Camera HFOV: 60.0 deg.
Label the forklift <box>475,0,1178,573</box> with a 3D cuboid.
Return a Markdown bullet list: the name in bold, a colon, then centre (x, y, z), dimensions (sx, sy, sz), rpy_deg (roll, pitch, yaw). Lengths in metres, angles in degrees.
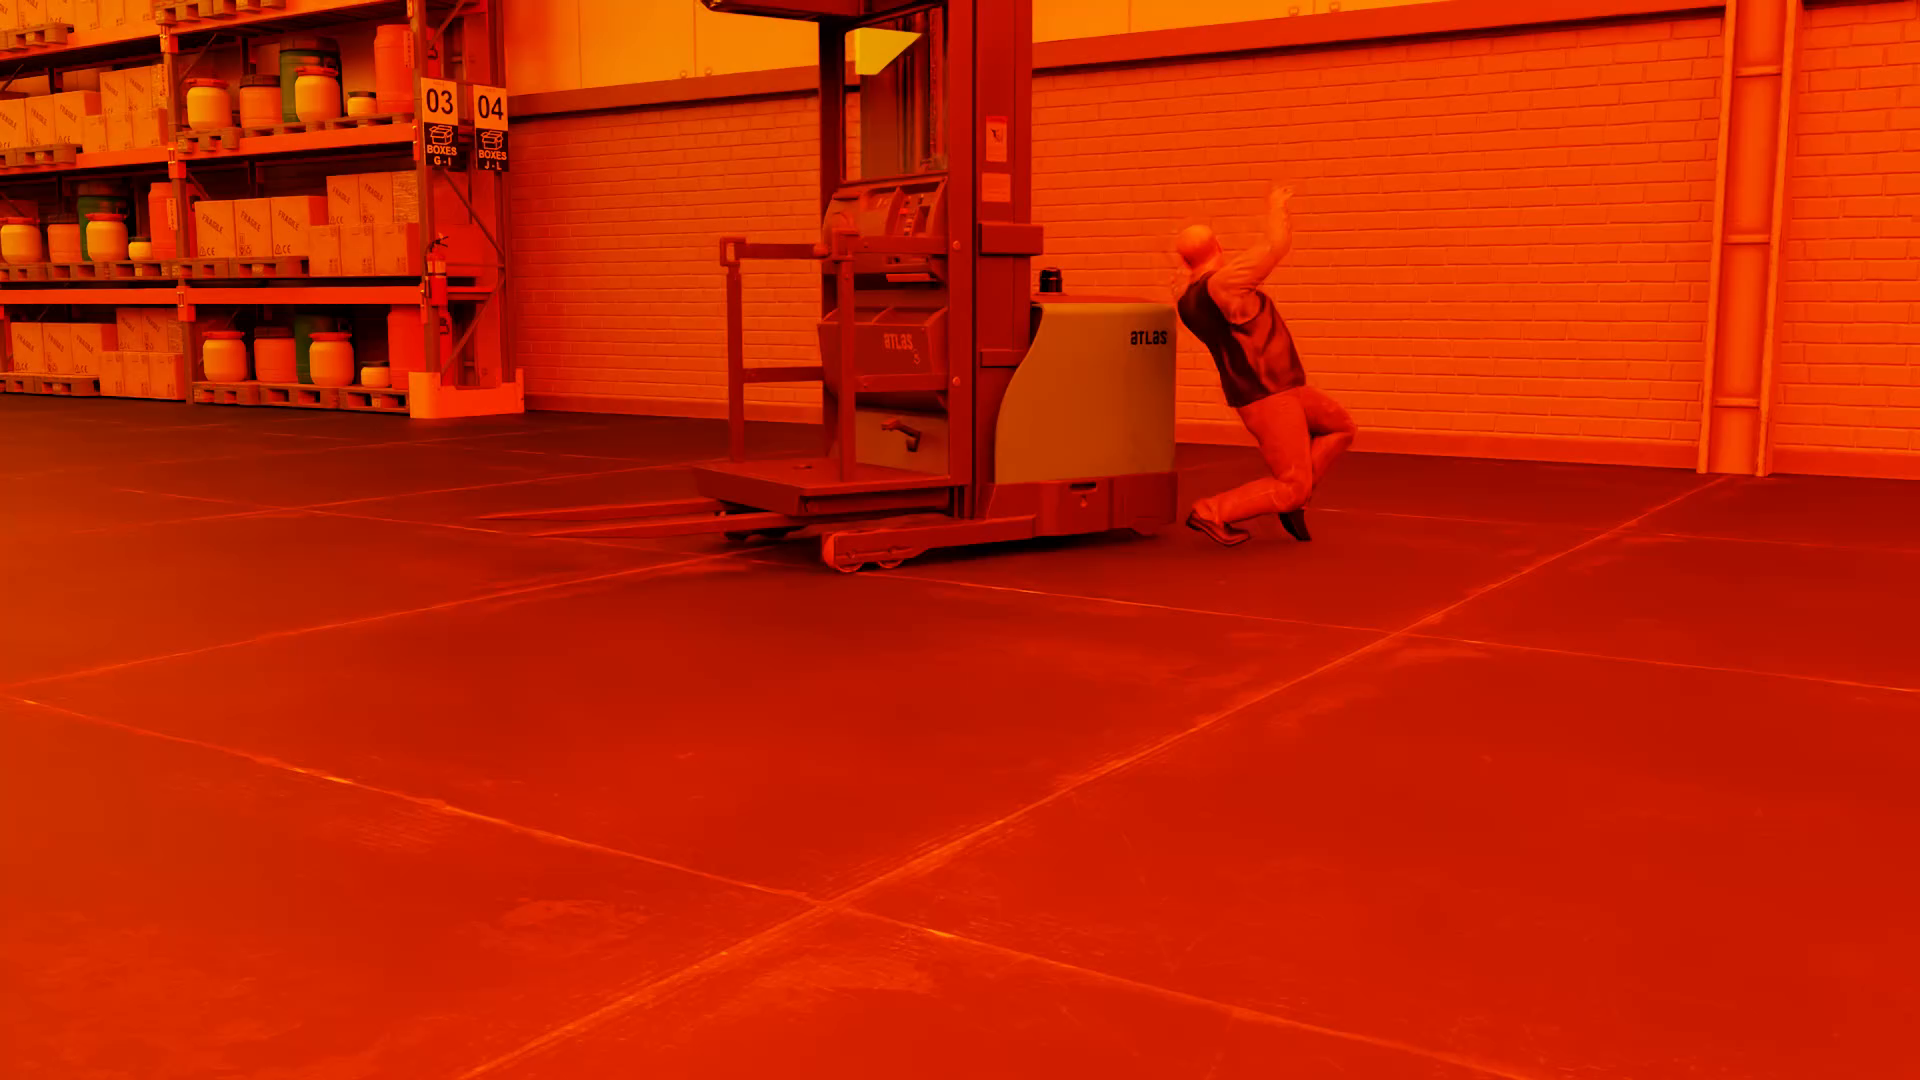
- **forklift**: centre (-0.507, -1.403, 7.061), dimensions (3.031, 2.935, 1.130), rpy_deg (-5, 10, -33)

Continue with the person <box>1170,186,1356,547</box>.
- **person**: centre (1.372, -0.770, 7.519), dimensions (0.833, 1.598, 1.081), rpy_deg (0, 8, 2)
